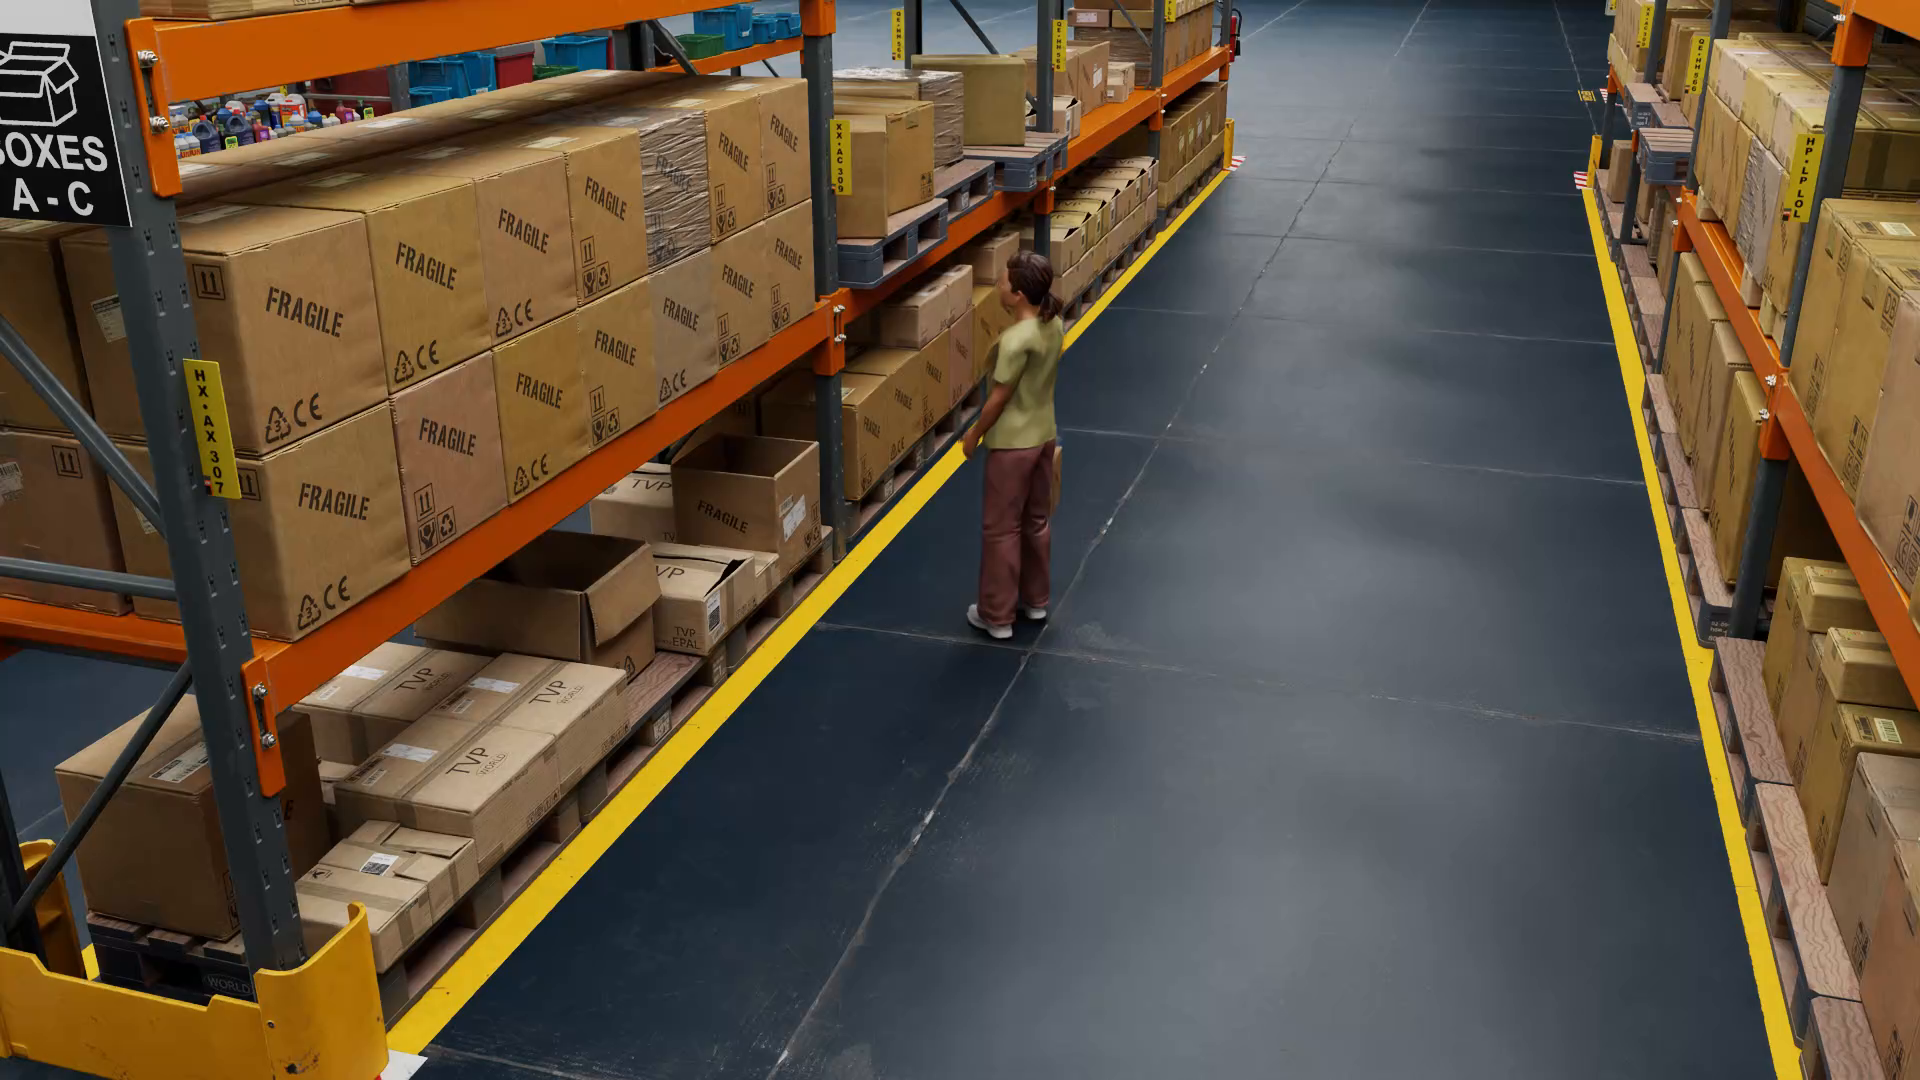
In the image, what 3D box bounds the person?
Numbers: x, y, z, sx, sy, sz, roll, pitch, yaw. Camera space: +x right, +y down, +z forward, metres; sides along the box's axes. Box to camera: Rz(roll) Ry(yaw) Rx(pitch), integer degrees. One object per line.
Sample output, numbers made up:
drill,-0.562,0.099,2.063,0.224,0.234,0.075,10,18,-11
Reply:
person,0.248,-0.407,7.048,0.433,1.684,0.526,12,25,28
